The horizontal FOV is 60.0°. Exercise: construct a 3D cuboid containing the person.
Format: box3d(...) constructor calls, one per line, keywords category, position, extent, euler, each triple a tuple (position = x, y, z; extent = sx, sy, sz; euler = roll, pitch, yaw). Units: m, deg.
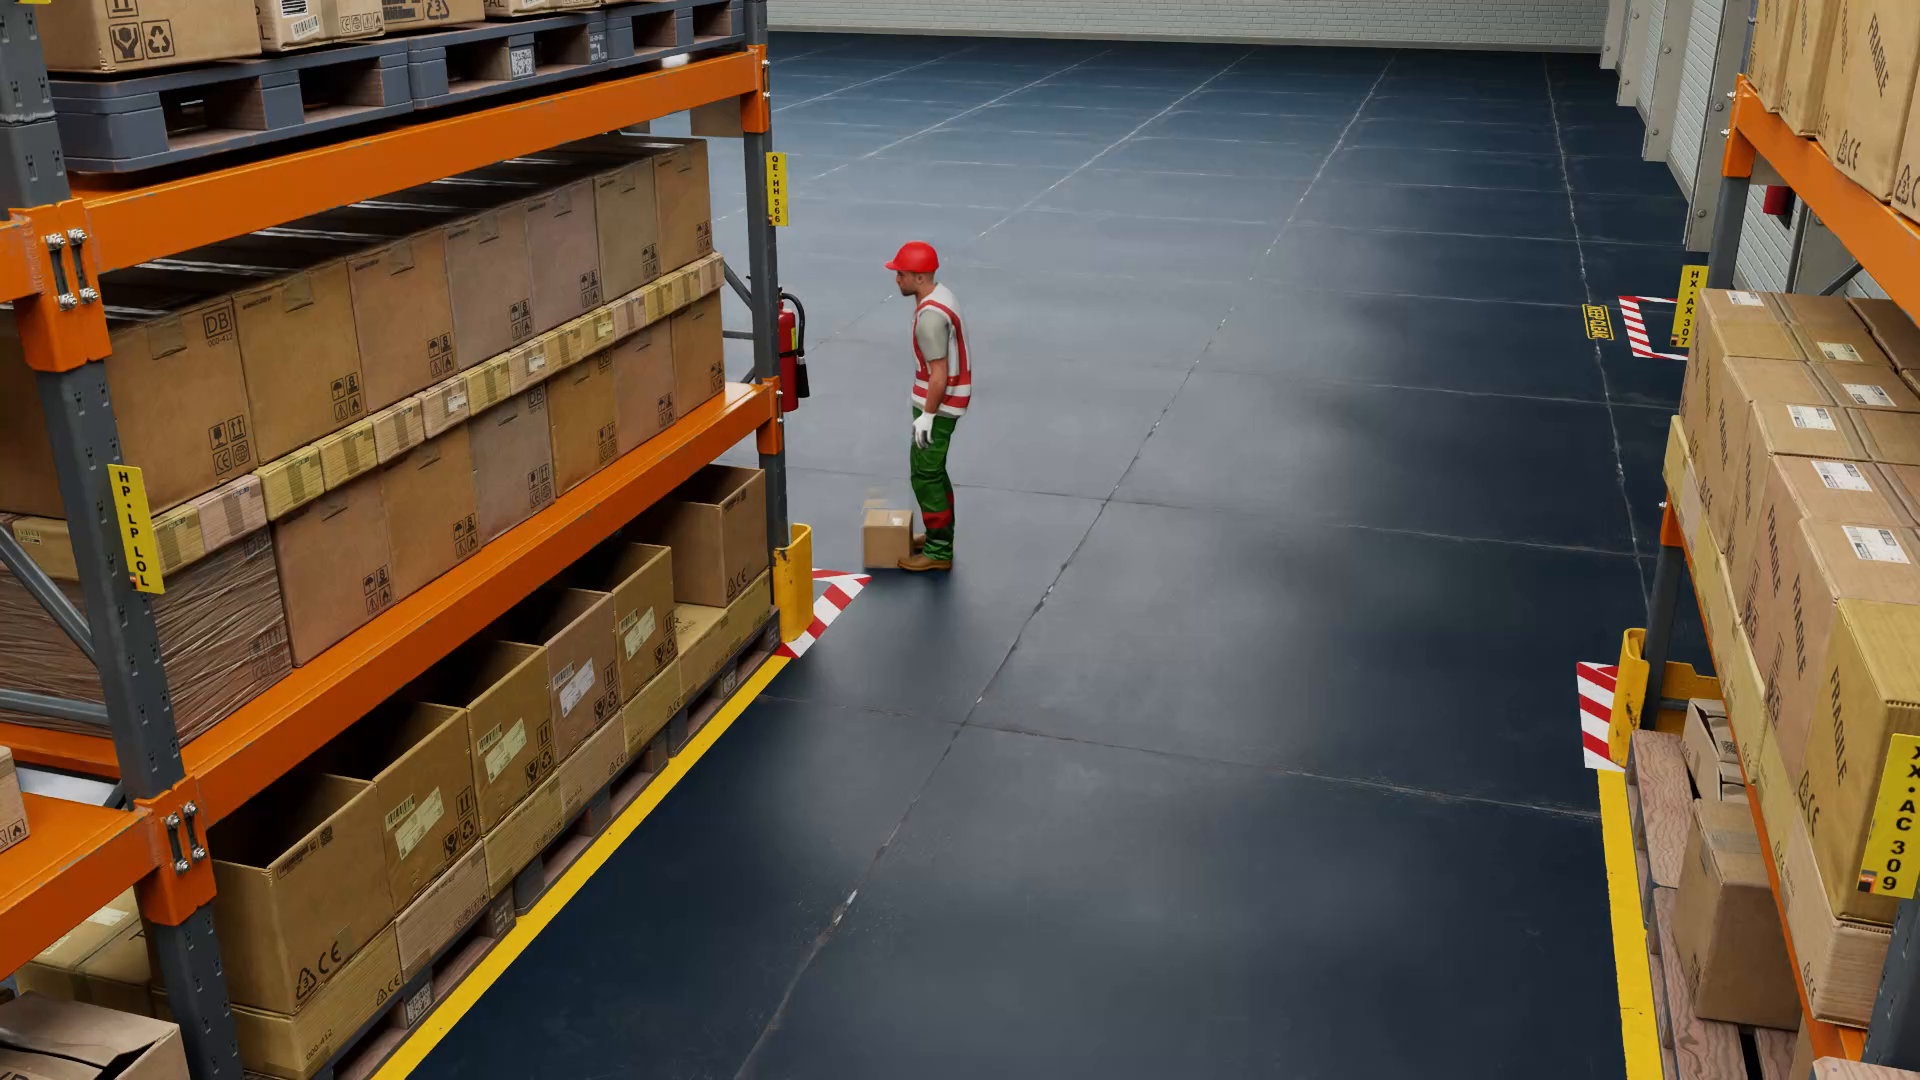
box3d(category="person", position=(-0.164, -0.711, 8.852), extent=(0.451, 1.778, 0.600), euler=(1, 22, 2))
